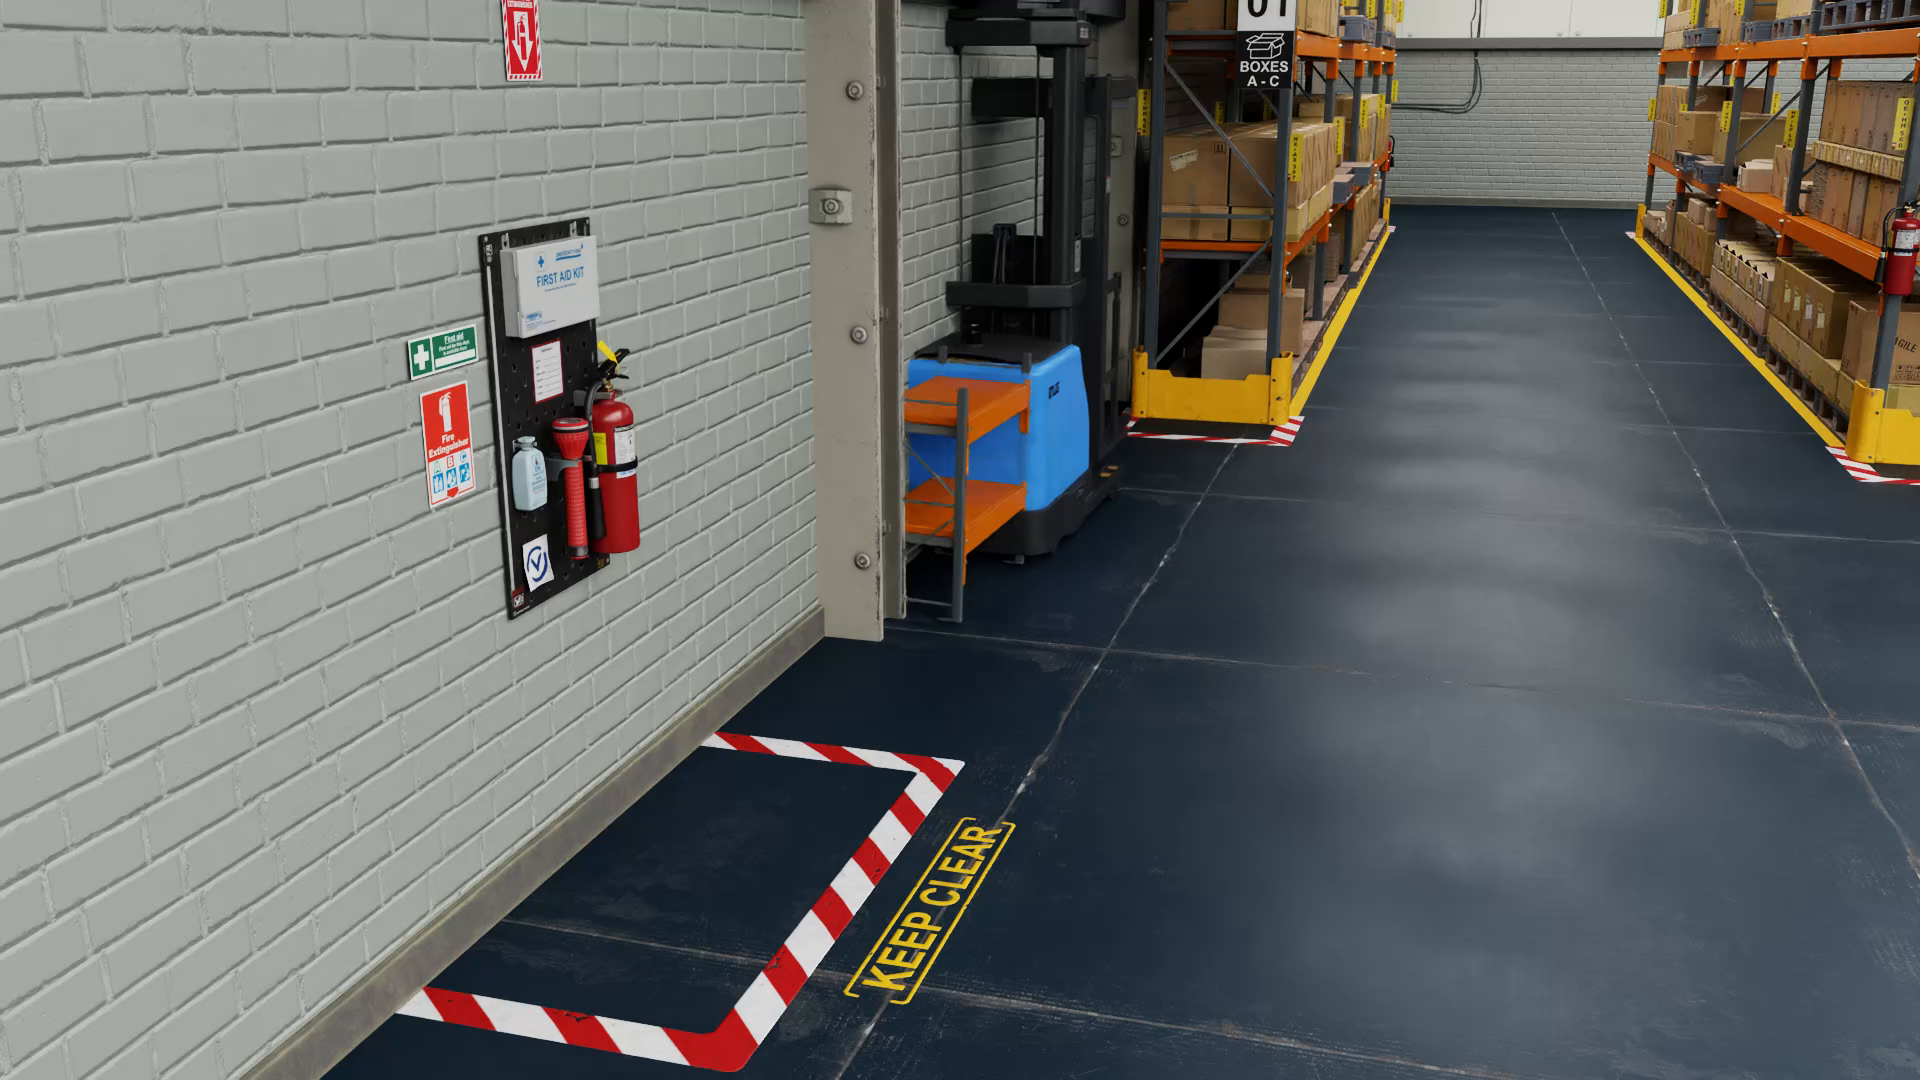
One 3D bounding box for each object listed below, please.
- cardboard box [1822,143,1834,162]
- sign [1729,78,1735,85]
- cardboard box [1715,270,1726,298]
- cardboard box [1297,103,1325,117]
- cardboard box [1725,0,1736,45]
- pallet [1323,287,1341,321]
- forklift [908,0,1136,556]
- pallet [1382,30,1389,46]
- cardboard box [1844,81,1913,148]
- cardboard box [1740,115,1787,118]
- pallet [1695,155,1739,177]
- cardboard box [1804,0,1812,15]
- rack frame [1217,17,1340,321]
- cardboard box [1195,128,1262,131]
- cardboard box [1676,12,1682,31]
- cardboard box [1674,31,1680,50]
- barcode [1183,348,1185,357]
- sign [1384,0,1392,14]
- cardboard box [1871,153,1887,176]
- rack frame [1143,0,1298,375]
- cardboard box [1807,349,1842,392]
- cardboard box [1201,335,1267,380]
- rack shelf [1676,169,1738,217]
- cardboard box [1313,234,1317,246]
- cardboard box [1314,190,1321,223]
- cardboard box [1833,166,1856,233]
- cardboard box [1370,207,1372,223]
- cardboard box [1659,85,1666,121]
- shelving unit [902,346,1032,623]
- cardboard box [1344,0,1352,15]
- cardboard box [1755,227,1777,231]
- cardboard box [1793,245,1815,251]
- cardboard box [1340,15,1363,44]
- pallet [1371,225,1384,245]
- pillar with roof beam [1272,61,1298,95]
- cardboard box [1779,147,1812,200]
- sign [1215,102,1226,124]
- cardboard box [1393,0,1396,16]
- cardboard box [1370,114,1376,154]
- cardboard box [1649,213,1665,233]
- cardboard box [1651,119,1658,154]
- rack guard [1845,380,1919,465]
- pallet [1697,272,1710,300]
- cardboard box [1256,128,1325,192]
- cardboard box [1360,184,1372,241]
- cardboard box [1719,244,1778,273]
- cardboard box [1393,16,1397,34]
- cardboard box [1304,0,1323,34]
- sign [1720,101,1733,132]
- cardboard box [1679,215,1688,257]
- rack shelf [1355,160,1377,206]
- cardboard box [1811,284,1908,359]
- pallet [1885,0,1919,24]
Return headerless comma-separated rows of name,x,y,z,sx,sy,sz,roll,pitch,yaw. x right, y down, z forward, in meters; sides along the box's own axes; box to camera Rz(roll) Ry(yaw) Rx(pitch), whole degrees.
cardboard box,7.356,-3.193,13.716,0.380,0.149,0.250,4,16,14
sign,11.698,-6.821,25.181,0.100,0.325,0.005,5,16,16
cardboard box,8.325,-2.701,17.624,0.500,0.250,0.500,4,16,14
cardboard box,4.001,-4.845,18.734,0.380,0.149,0.250,2,16,7
cardboard box,9.134,-5.809,18.632,0.910,0.500,0.500,5,16,16
pallet,3.575,-2.587,18.062,1.003,0.211,1.213,5,16,16
forklift,0.399,-1.688,9.909,1.130,2.935,3.031,5,17,17
pallet,5.527,-7.111,23.568,1.003,0.211,1.213,5,16,16
cardboard box,7.356,-3.313,12.953,0.700,0.500,0.500,5,16,16
cardboard box,9.412,-4.716,19.505,0.700,0.500,0.500,8,18,26
pallet,9.446,-4.484,19.994,1.003,0.211,1.213,5,16,16
cardboard box,8.363,-5.089,15.784,0.500,0.250,0.500,3,16,11
rack frame,3.011,-3.404,15.834,1.000,3.000,0.127,5,16,16
cardboard box,2.242,-3.194,13.957,0.500,0.500,0.500,5,17,17
cardboard box,10.345,-7.266,23.310,0.500,0.250,0.500,5,16,16
cardboard box,10.350,-7.025,23.376,0.500,0.250,0.500,5,16,16
barcode,1.778,-1.490,13.190,0.001,0.075,0.075,5,16,16
sign,5.807,-7.301,22.551,0.100,0.325,0.005,5,16,16
cardboard box,6.844,-2.719,12.048,0.380,0.149,0.250,5,17,18
rack frame,1.874,-2.358,12.145,1.000,3.000,0.127,5,16,16
cardboard box,6.764,-1.280,12.613,0.500,0.250,0.500,5,16,16
cardboard box,2.157,-1.450,13.065,0.500,0.311,0.500,3,16,10
rack shelf,9.466,-4.245,20.116,1.077,0.370,4.000,5,16,16
cardboard box,3.629,-3.349,18.040,0.500,0.250,0.500,5,16,16
cardboard box,2.747,-2.800,13.942,0.500,0.250,0.500,5,17,16
cardboard box,7.351,-2.683,13.109,0.700,0.500,0.500,5,17,17
cardboard box,5.595,-4.684,24.159,0.700,0.500,0.500,5,17,17
cardboard box,10.651,-6.457,24.580,0.500,0.500,0.500,5,17,16
shelving unit,-0.051,-0.310,8.290,0.538,1.125,1.048,7,17,18
cardboard box,4.227,-6.282,19.495,0.700,0.500,0.500,3,16,12
cardboard box,9.592,-3.442,19.741,0.500,0.500,0.500,4,16,15
cardboard box,8.844,-2.924,17.383,0.500,0.311,0.500,4,16,15
cardboard box,4.201,-5.651,18.386,0.500,0.311,0.500,5,16,16
pallet,5.920,-4.669,25.403,1.003,0.211,1.213,5,16,16
pillar with roof beam,8.781,-8.300,22.100,9.100,9.000,0.400,5,16,16
cardboard box,8.287,-3.538,16.121,0.500,0.500,0.500,5,16,16
sign,2.477,-4.003,15.825,0.100,0.325,0.005,5,16,16
cardboard box,6.322,-8.183,25.132,0.500,0.500,0.500,5,17,18
cardboard box,5.259,-5.423,22.188,0.500,0.500,0.500,5,17,16
cardboard box,10.461,-4.667,24.521,0.500,0.250,0.500,5,16,16
cardboard box,10.792,-6.113,25.201,0.500,0.500,0.500,5,17,17
rack guard,6.617,-0.766,11.113,1.175,0.500,0.348,5,16,16
pallet,9.146,-2.918,19.232,1.003,0.211,1.213,5,16,16
cardboard box,2.736,-3.157,13.826,0.500,0.500,0.500,5,17,18
cardboard box,5.224,-4.485,22.814,0.750,0.750,0.750,5,17,17
cardboard box,8.326,-2.964,17.525,0.500,0.311,0.500,4,16,14
cardboard box,6.467,-7.953,25.695,0.500,0.250,0.500,5,17,18
cardboard box,2.539,-4.200,12.925,0.500,0.500,0.500,5,17,18
sign,8.375,-4.626,18.165,0.100,0.325,0.005,5,16,16
cardboard box,9.522,-3.875,21.269,0.500,0.500,0.500,5,17,17
rack shelf,4.716,-4.628,21.467,1.077,0.370,4.000,5,16,16
cardboard box,6.761,-1.641,12.512,0.500,0.500,0.500,5,16,16
pallet,6.850,-3.558,11.042,1.003,0.211,1.213,5,16,16
